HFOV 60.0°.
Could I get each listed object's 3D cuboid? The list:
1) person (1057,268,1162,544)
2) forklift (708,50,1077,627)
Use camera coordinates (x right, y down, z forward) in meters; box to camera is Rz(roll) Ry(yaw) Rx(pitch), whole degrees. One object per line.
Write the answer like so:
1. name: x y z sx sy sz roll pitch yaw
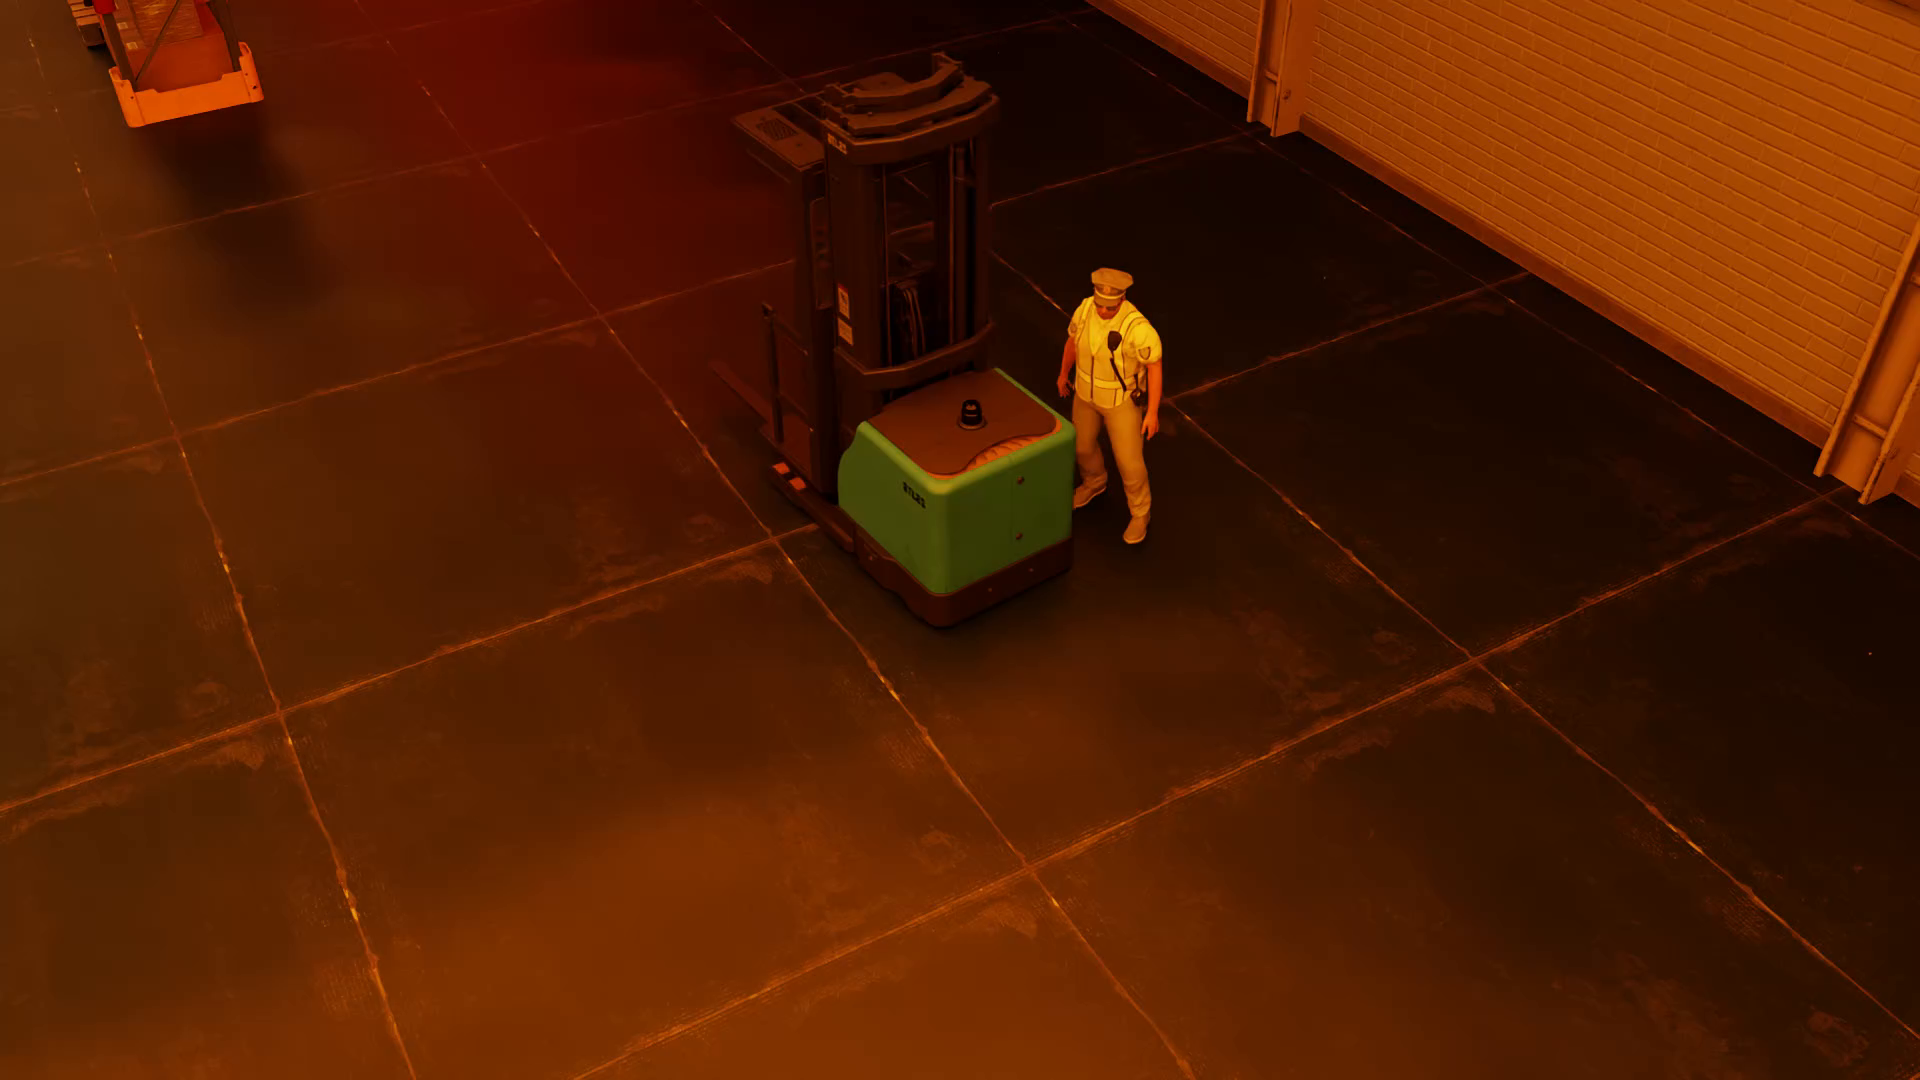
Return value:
1. person: 0.894 -0.868 10.029 0.787 1.725 0.428 25 46 27
2. forklift: -0.586 -1.524 9.873 1.130 2.935 3.031 -25 46 -27
